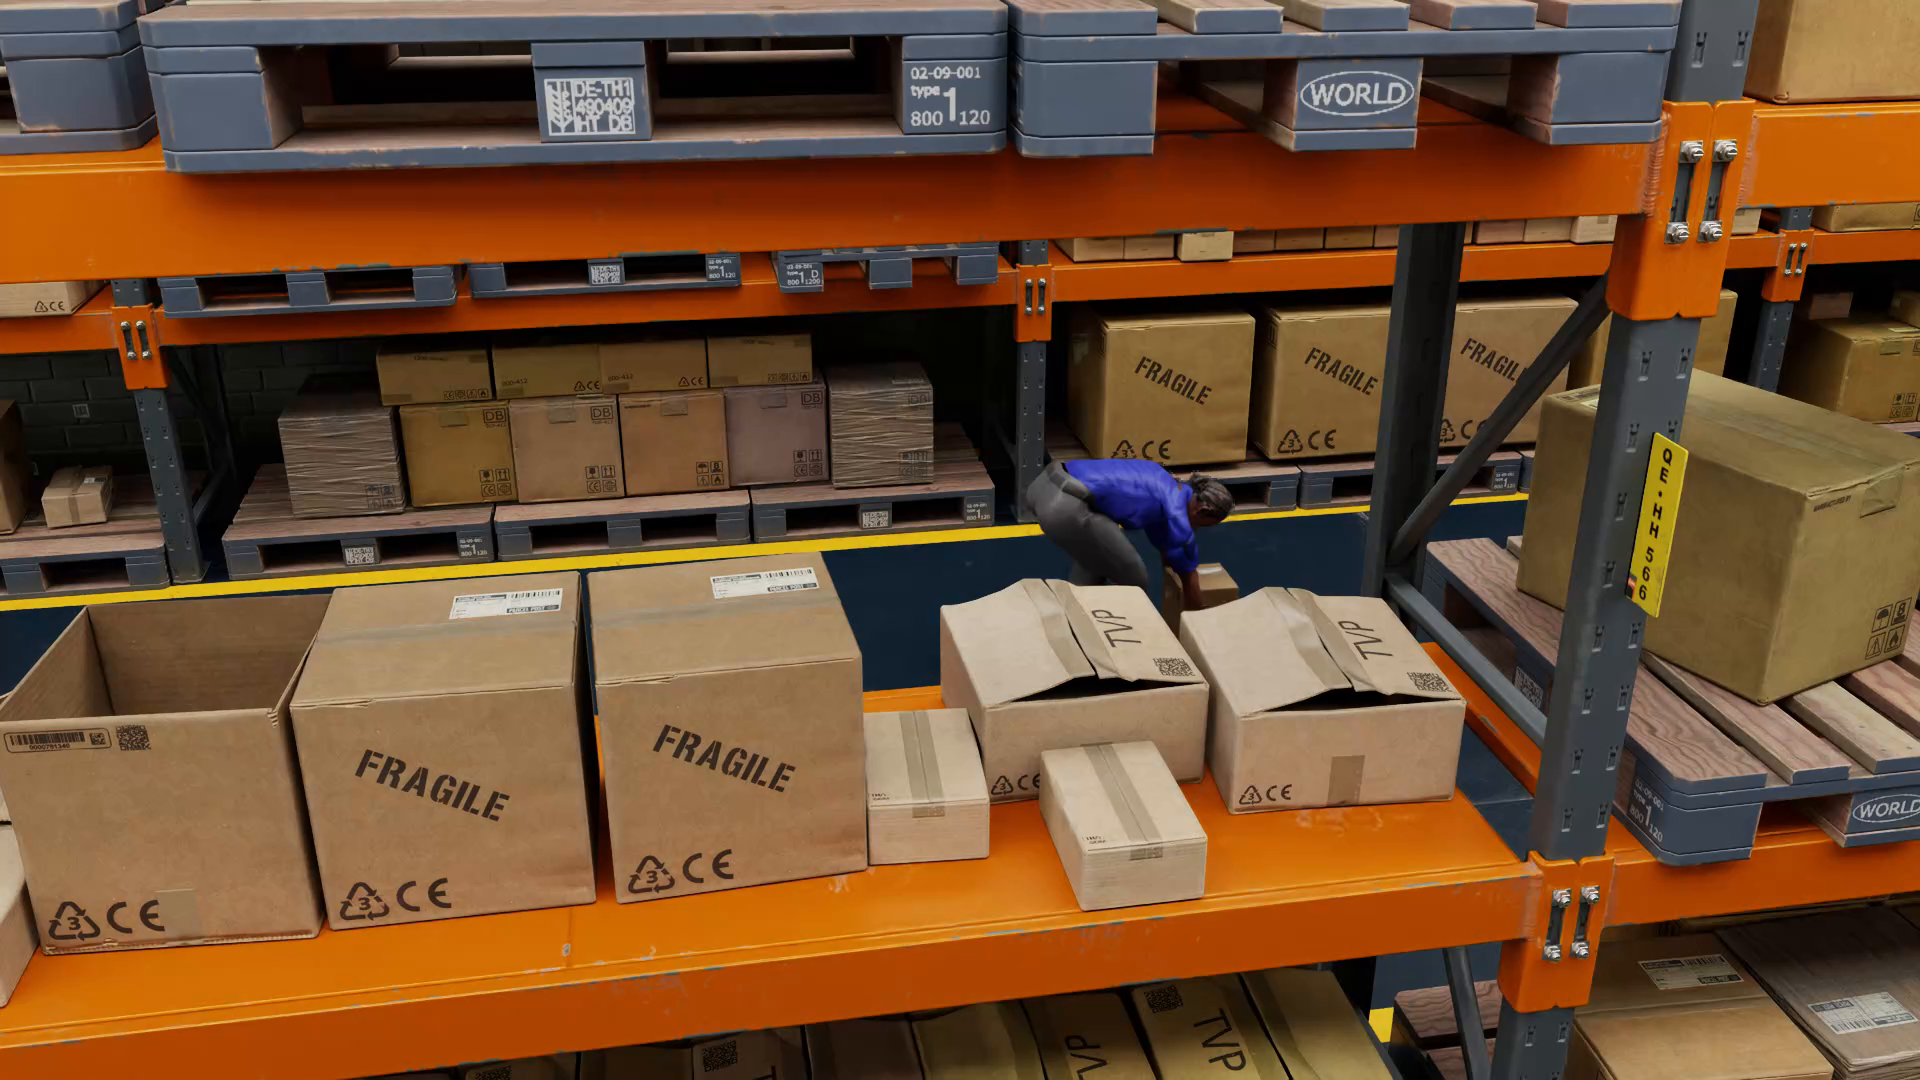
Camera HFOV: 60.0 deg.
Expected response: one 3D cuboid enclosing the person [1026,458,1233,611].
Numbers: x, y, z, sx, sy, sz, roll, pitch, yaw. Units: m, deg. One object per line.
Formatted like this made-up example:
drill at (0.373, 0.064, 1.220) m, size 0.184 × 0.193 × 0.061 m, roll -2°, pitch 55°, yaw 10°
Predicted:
person at (0.702, 0.076, 6.896) m, size 0.868 × 0.890 × 0.461 m, roll -5°, pitch 24°, yaw -12°
